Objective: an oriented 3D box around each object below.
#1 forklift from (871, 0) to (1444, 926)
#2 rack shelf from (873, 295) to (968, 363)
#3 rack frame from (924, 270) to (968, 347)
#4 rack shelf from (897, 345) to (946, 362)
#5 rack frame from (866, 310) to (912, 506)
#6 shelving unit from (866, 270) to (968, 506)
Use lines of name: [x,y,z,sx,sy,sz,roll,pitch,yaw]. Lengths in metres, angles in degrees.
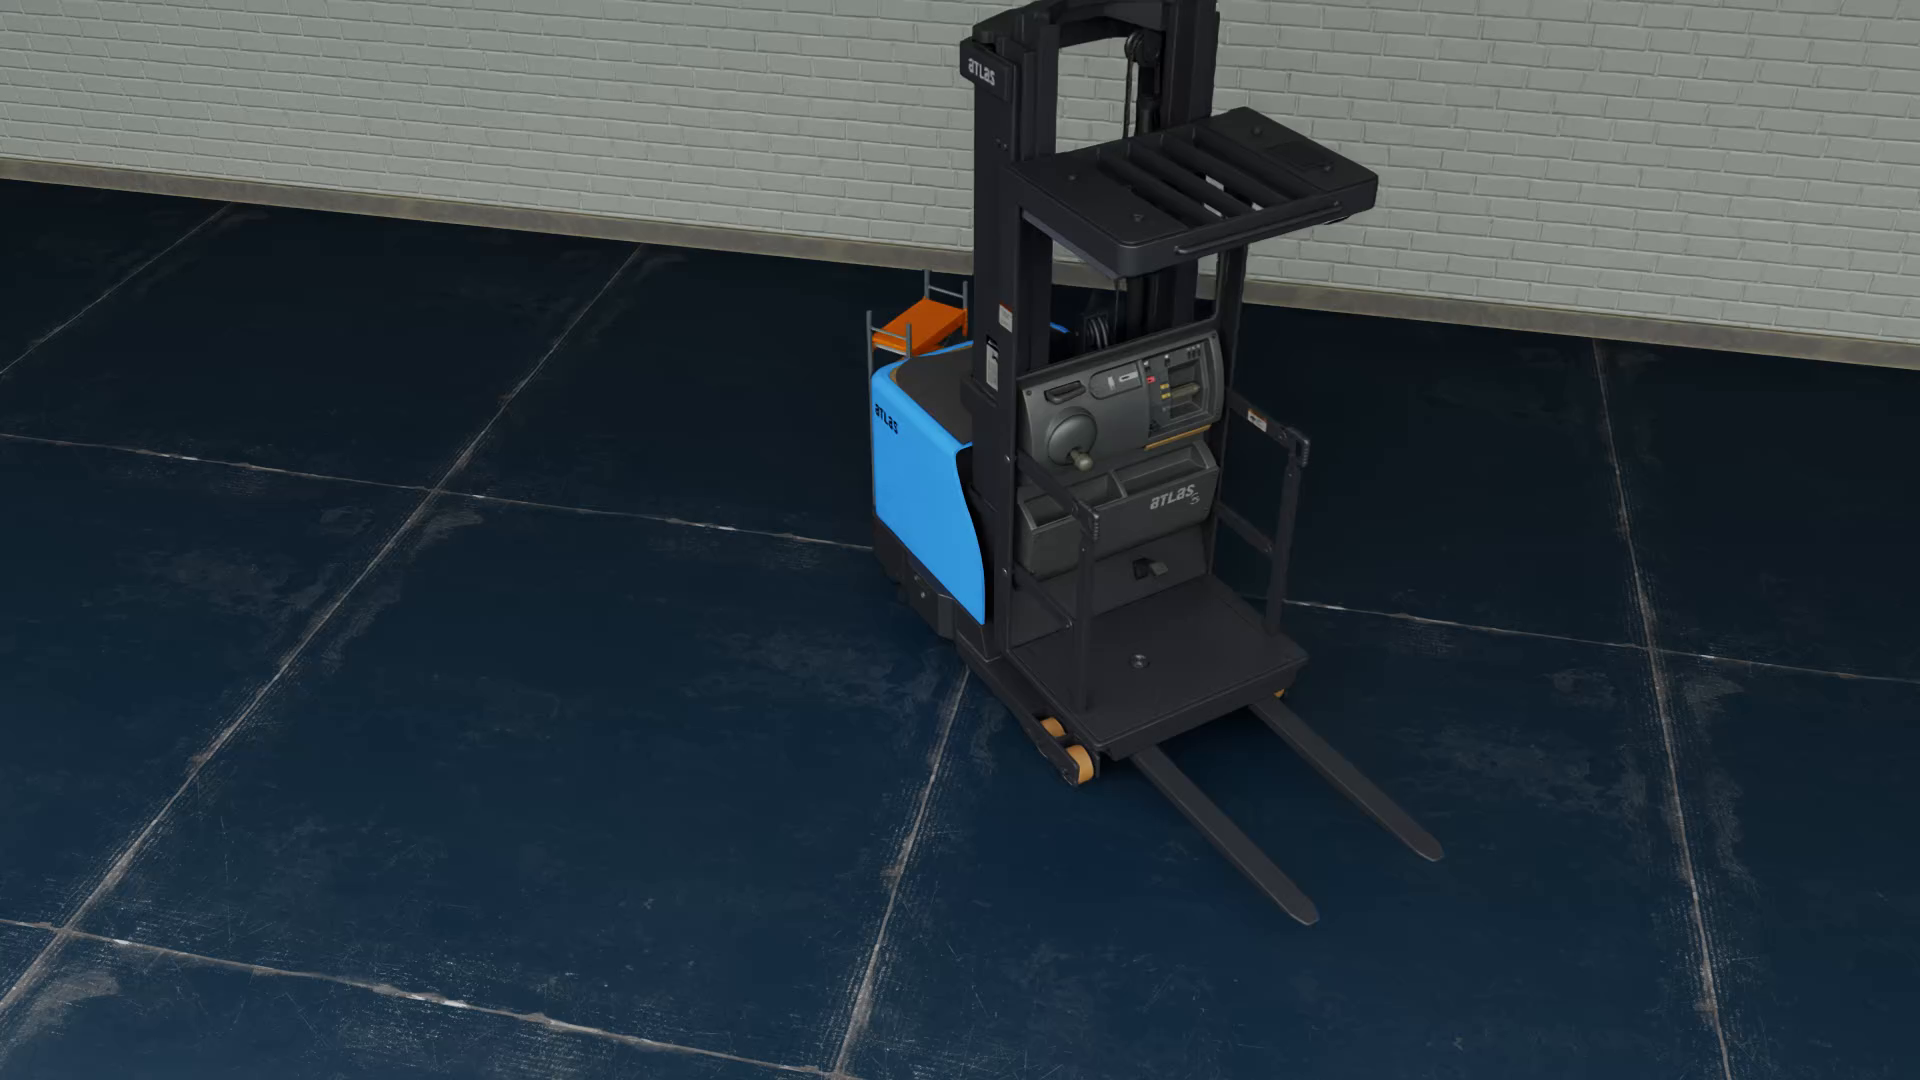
forklift: [0.764,-0.488,6.426,1.130,2.935,3.031,-19,40,-24]
rack shelf: [-0.196,-0.972,7.899,0.258,0.148,0.480,20,41,26]
rack frame: [-0.066,-0.775,8.297,0.240,1.200,0.015,20,41,26]
rack shelf: [-0.196,-0.781,8.038,0.258,0.148,0.480,20,41,26]
rack frame: [-0.327,-0.533,7.963,0.240,1.200,0.015,20,41,26]
shelving unit: [-0.196,-0.654,8.130,0.258,1.200,0.503,20,41,26]
